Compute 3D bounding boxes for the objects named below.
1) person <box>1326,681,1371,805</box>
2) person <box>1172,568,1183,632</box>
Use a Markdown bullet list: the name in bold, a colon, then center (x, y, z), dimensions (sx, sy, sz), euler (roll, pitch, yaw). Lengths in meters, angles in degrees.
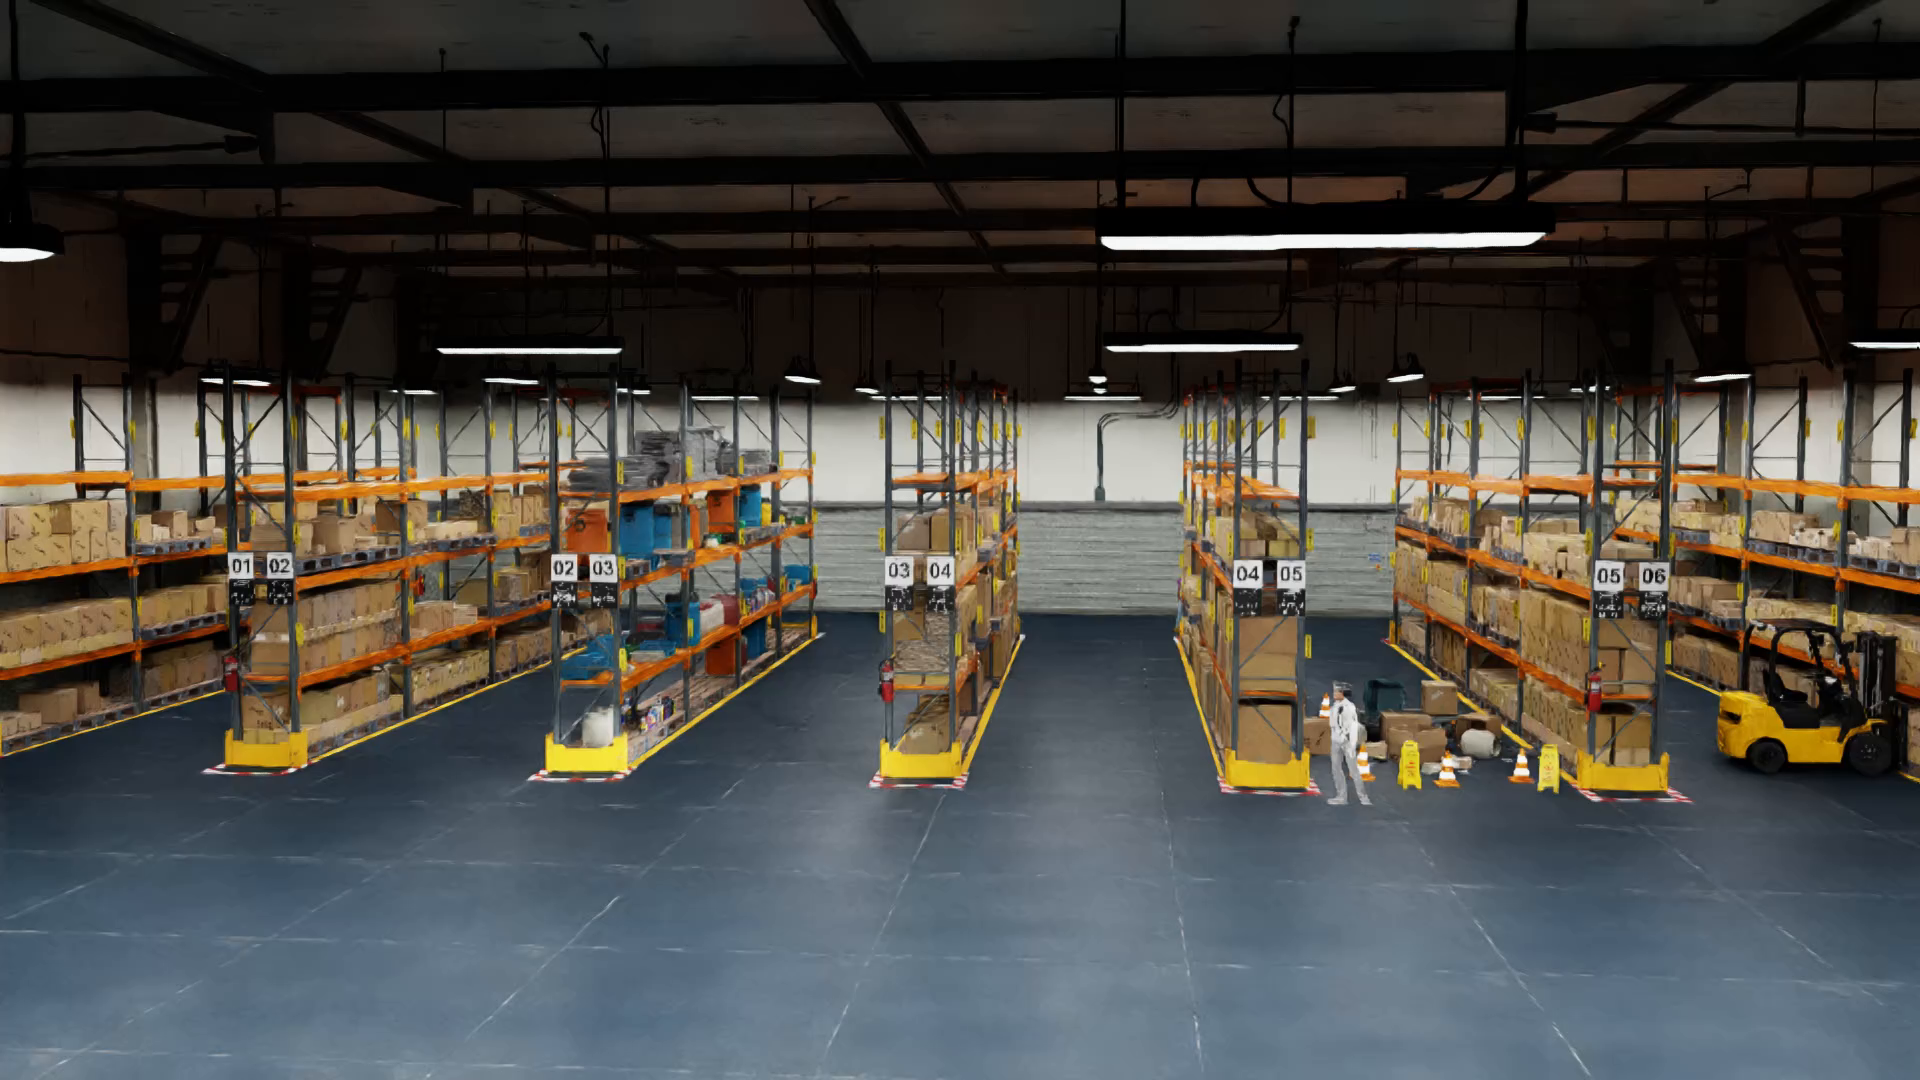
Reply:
- **person**: center (5.198, 2.714, 22.273), dimensions (0.506, 1.665, 0.568), euler (-2, 4, -23)
- **person**: center (5.654, 1.429, 41.345), dimensions (0.620, 1.723, 0.954), euler (2, 4, 29)
